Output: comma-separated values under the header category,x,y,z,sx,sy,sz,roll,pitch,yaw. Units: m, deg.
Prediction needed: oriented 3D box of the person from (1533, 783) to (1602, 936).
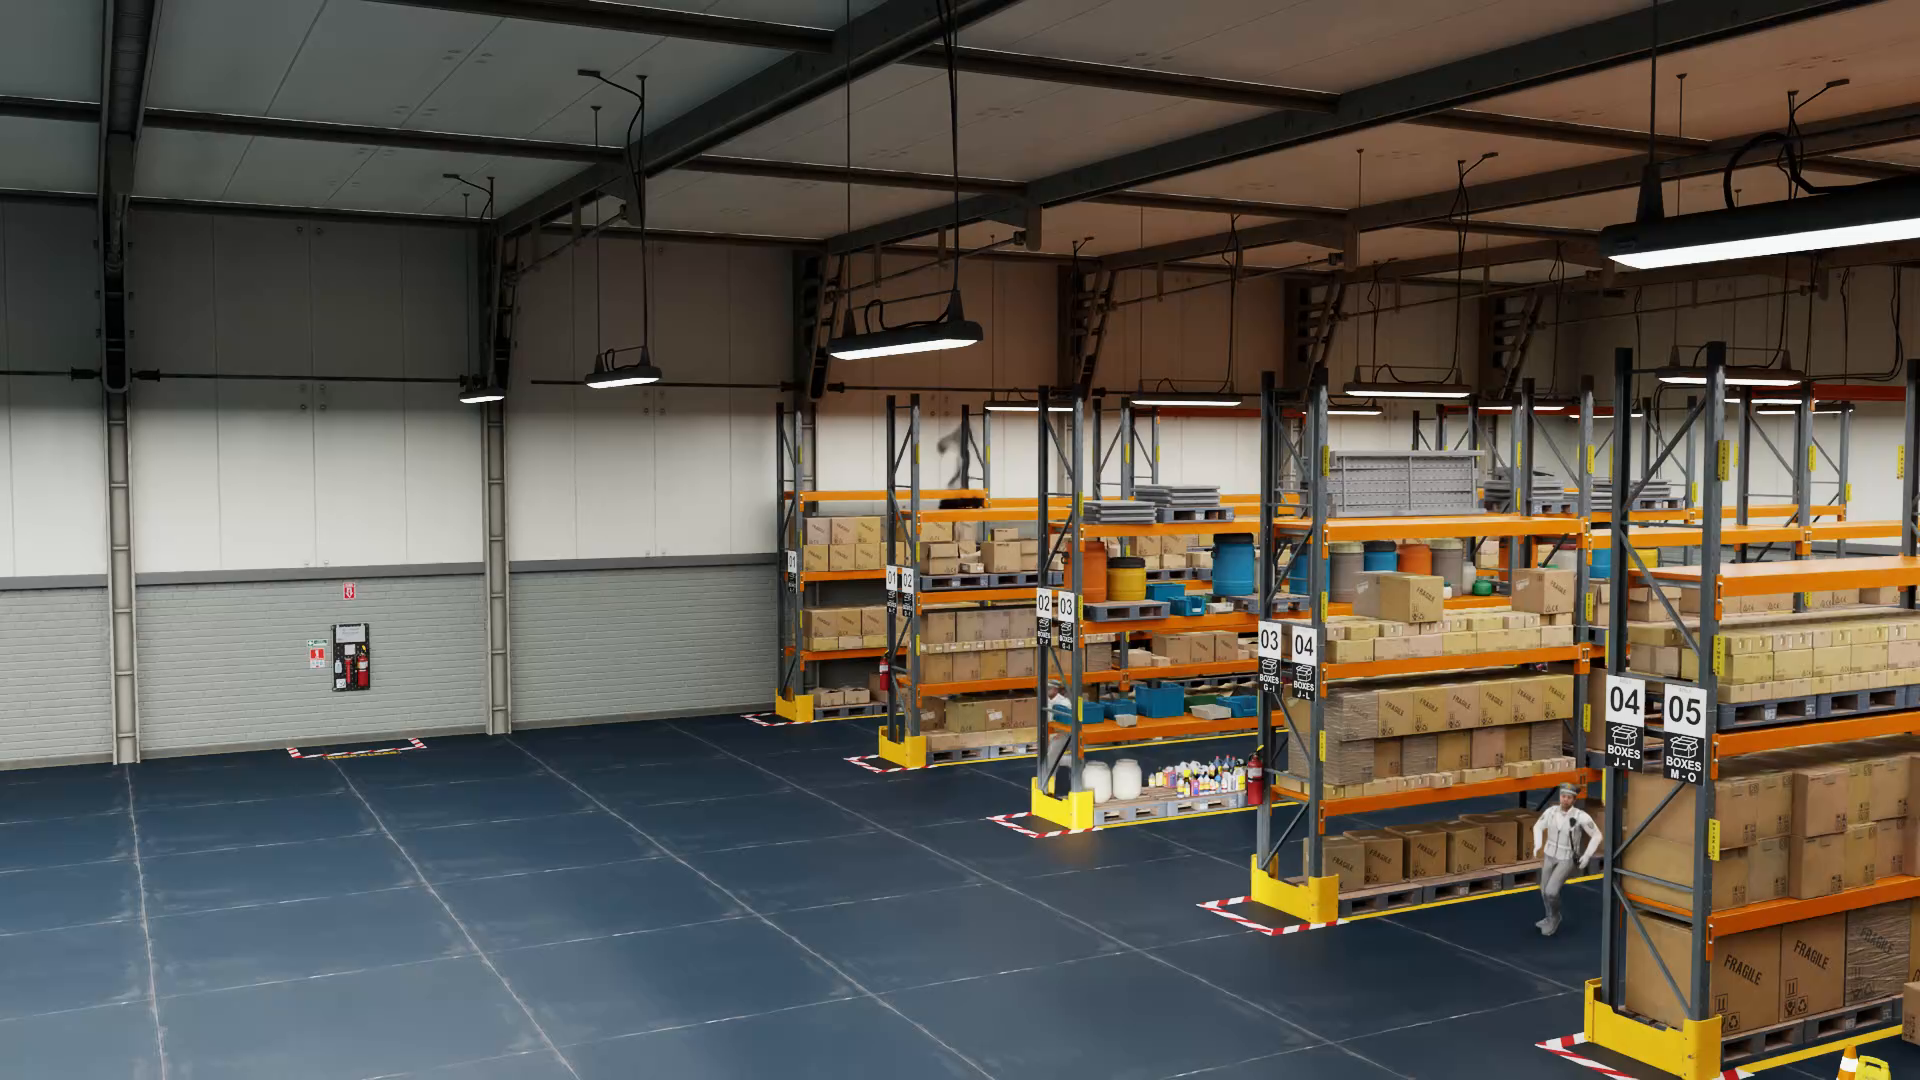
category,x,y,z,sx,sy,sz,roll,pitch,yaw
person,6.318,3.351,17.457,0.602,1.653,0.674,-3,4,-41

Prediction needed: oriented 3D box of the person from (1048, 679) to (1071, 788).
category,x,y,z,sx,sy,sz,roll,pitch,yaw
person,1.576,2.924,24.953,0.782,1.726,0.677,-2,4,-31

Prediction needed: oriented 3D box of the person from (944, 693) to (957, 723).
category,x,y,z,sx,sy,sz,roll,pitch,yaw
person,-0.022,2.741,29.722,0.911,1.548,0.568,-2,4,-26
